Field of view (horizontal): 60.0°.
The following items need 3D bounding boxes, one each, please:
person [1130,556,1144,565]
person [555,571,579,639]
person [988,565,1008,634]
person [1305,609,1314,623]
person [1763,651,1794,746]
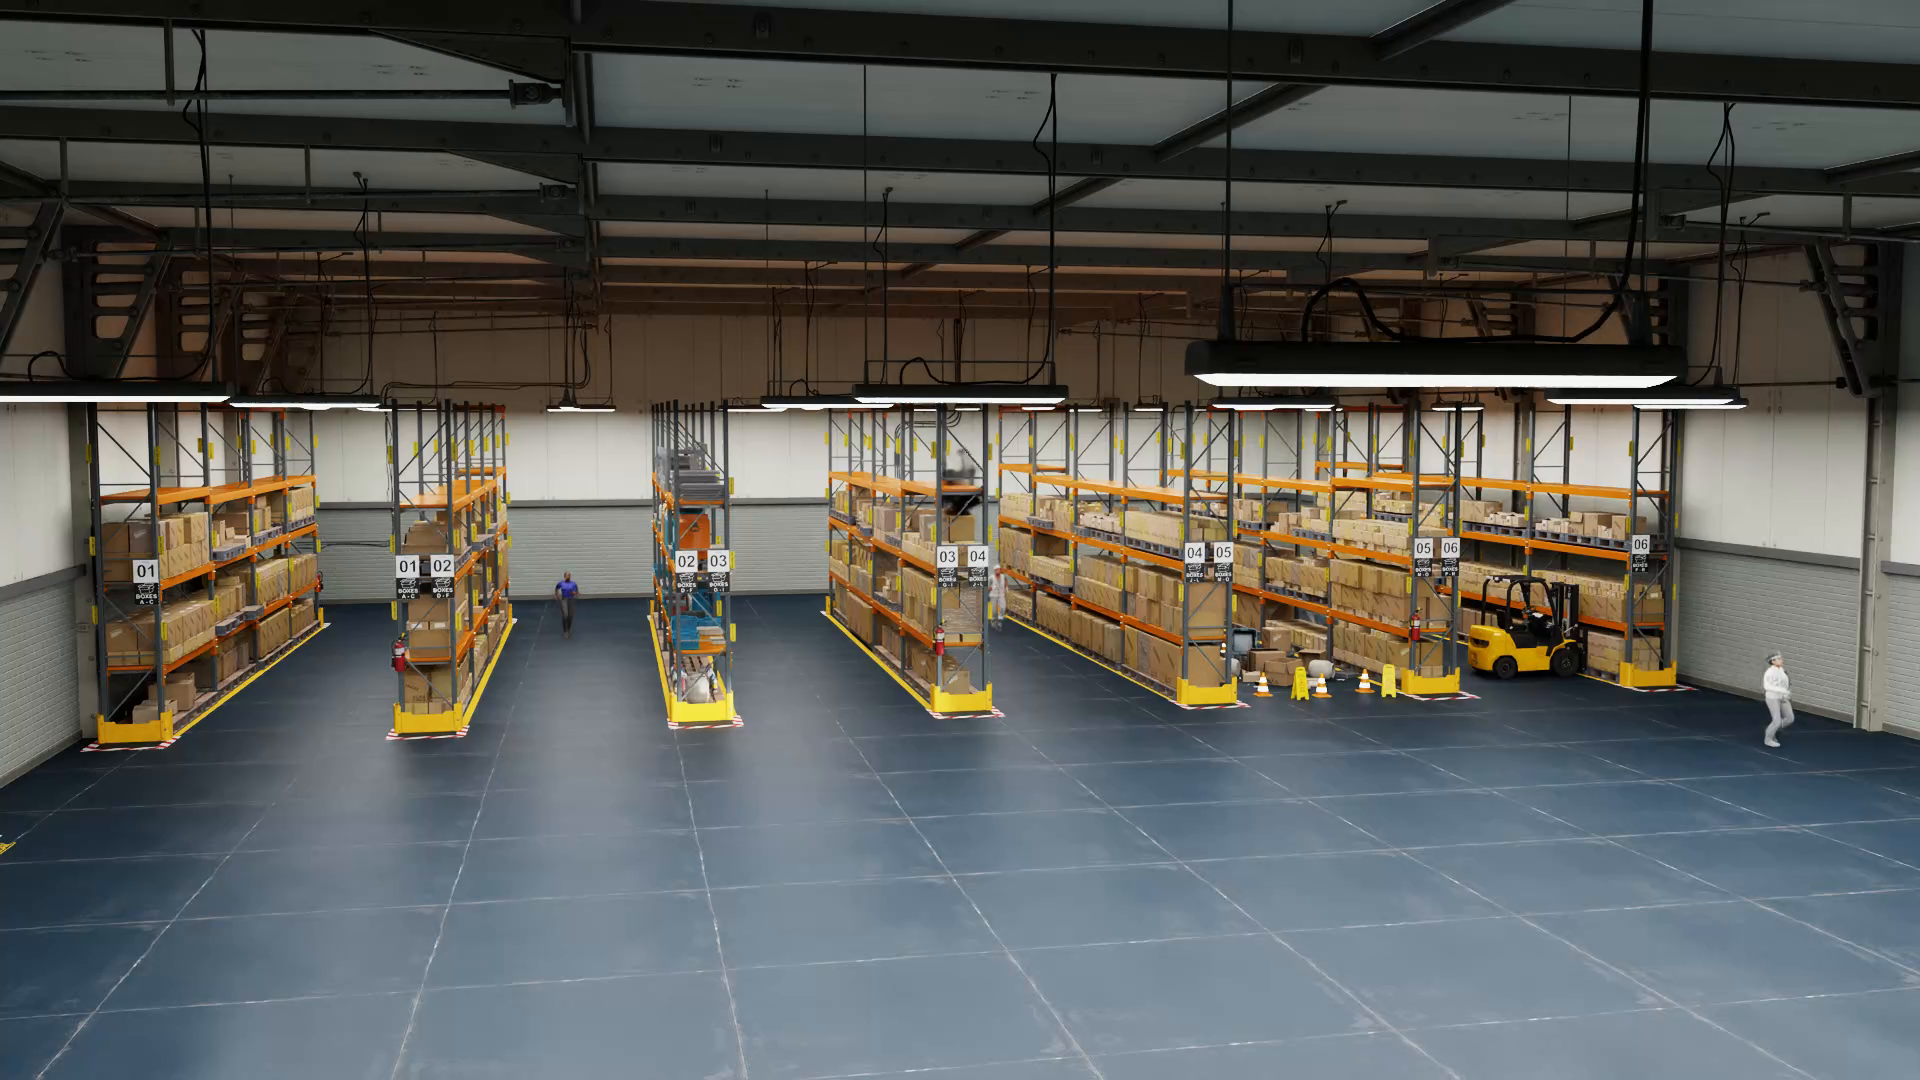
[{"bbox_3d":[5.625,1.098,50.878,1.046,1.673,0.651,0,4,-5],"label":"person"},{"bbox_3d":[-10.130,1.663,42.908,0.551,1.717,0.780,-2,5,-25],"label":"person"},{"bbox_3d":[0.974,1.540,43.768,0.693,1.817,0.867,-1,4,-15],"label":"person"},{"bbox_3d":[9.312,1.501,44.485,0.672,1.803,0.730,-1,5,-17],"label":"person"},{"bbox_3d":[14.098,2.733,28.573,0.603,1.655,0.544,-2,5,-29],"label":"person"}]
